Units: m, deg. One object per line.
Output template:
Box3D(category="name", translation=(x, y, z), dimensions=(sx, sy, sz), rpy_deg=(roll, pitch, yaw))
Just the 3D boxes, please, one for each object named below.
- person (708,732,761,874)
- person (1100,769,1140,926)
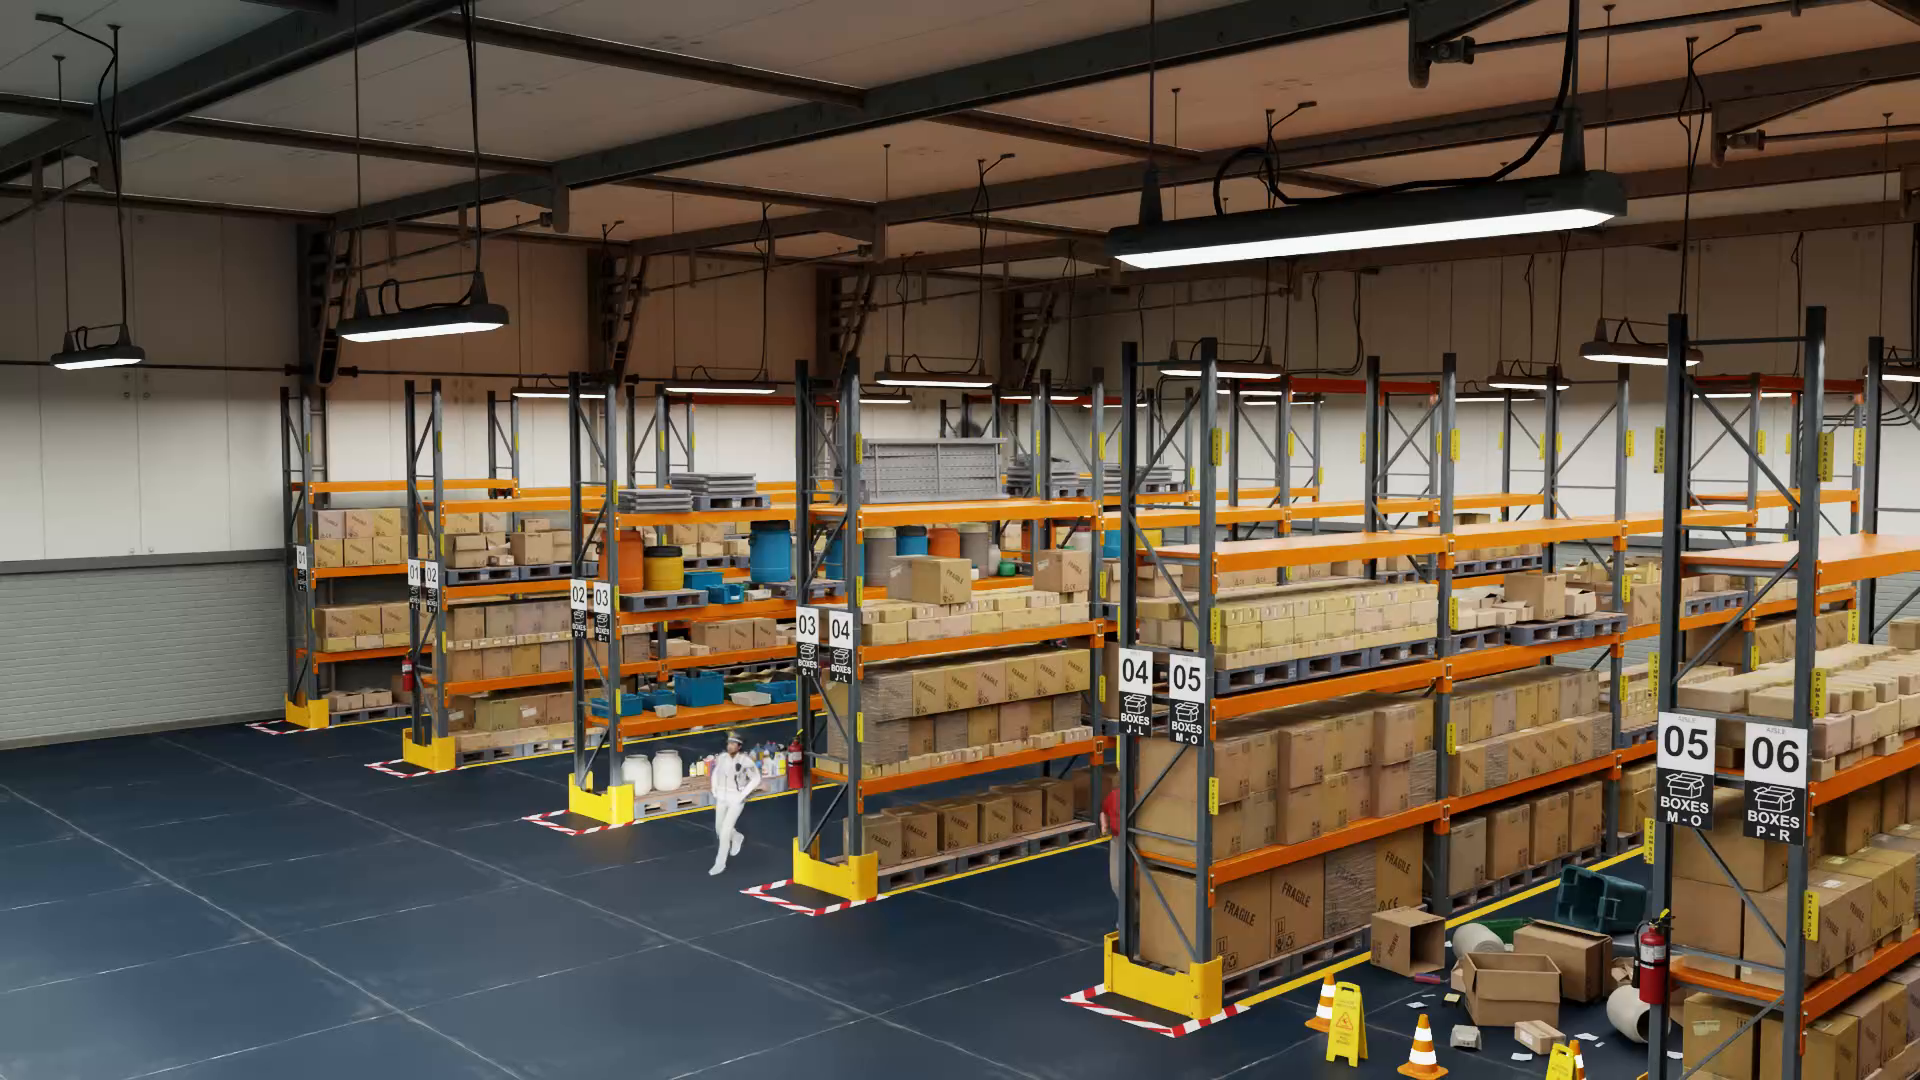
Box3D(category="person", translation=(-2.661, 3.085, 19.742), dimensions=(0.625, 1.684, 0.719), rpy_deg=(2, 4, 25))
Box3D(category="person", translation=(1.731, 3.213, 17.320), dimensions=(0.716, 1.688, 0.553), rpy_deg=(3, 5, 36))
